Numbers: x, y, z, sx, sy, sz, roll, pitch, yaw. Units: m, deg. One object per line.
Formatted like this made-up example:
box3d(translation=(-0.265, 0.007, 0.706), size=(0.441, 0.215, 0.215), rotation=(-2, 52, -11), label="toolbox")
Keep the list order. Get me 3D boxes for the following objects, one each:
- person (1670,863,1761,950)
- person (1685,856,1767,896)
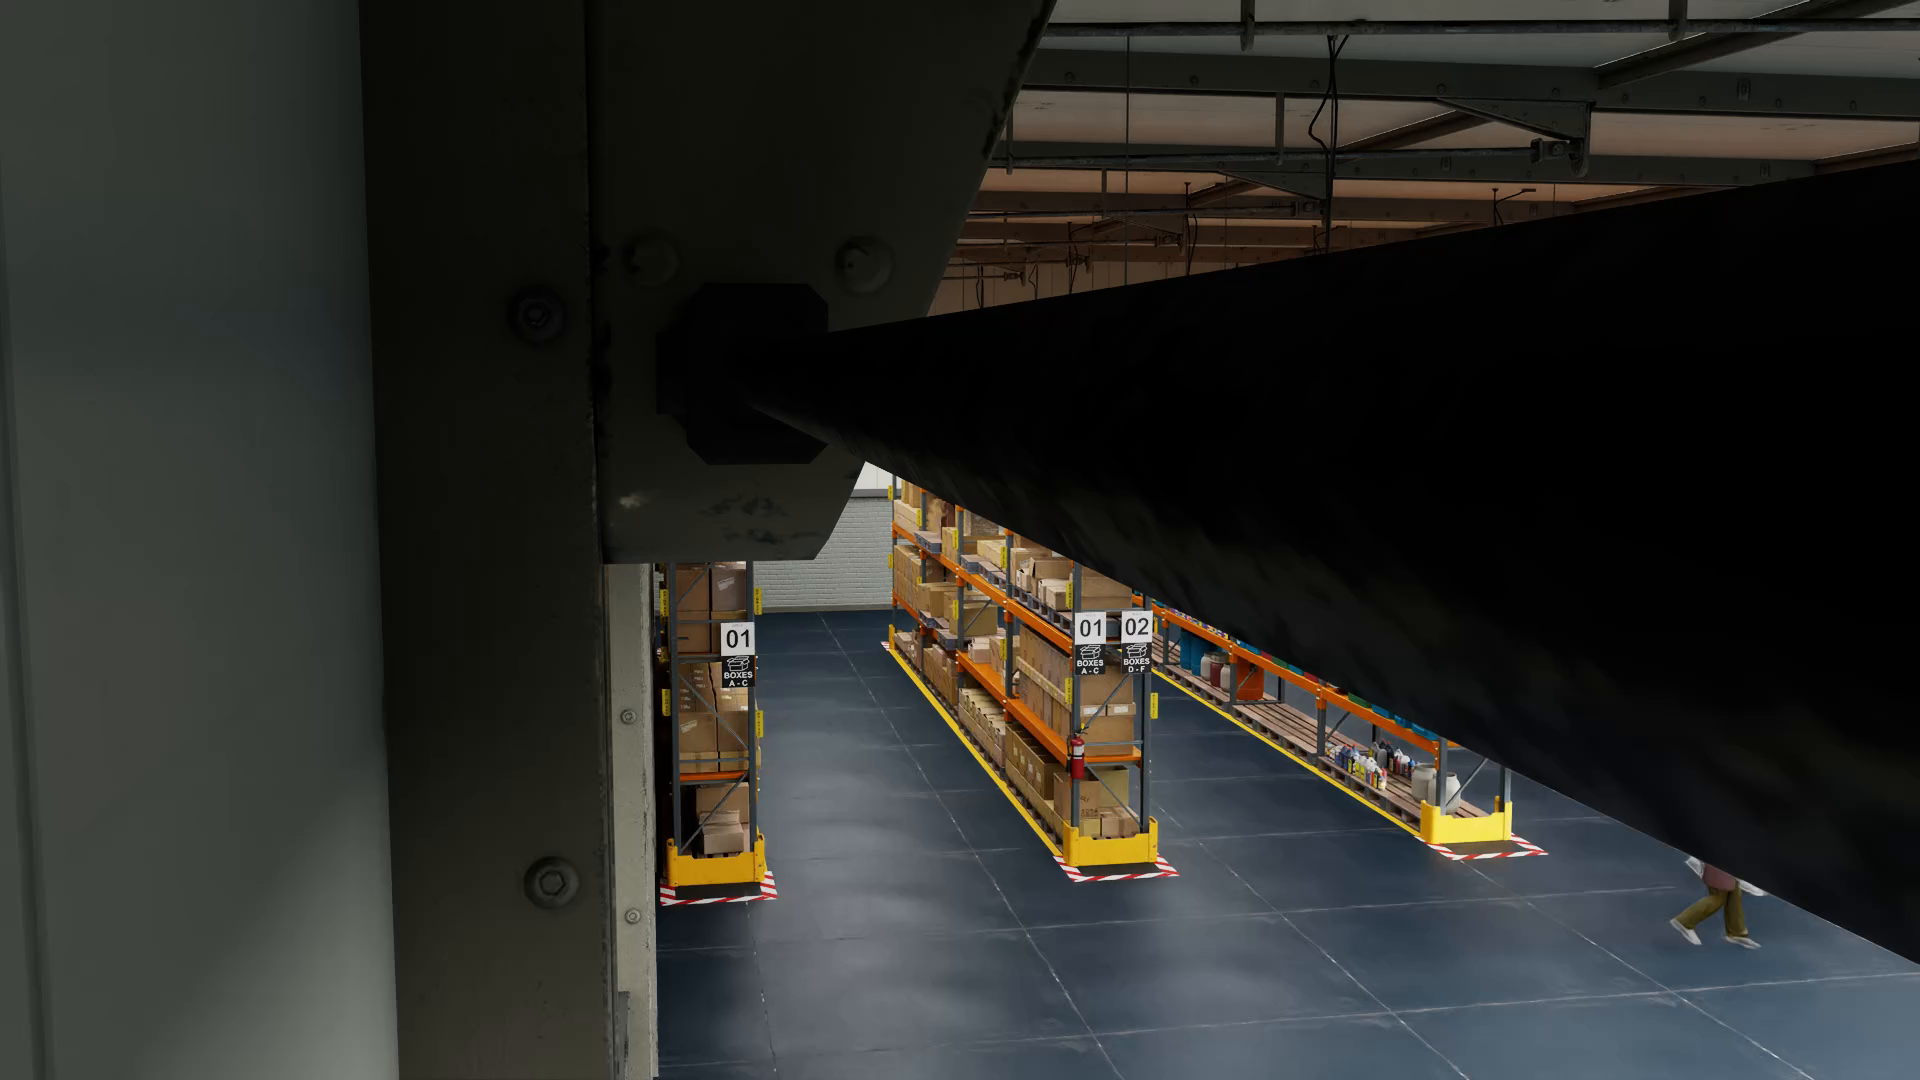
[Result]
box3d(translation=(8.172, 3.508, 17.914), size=(0.947, 1.807, 0.732), rotation=(2, 6, 14), label="person")
box3d(translation=(9.187, 3.307, 19.873), size=(0.911, 1.803, 0.647), rotation=(2, 7, 22), label="person")
